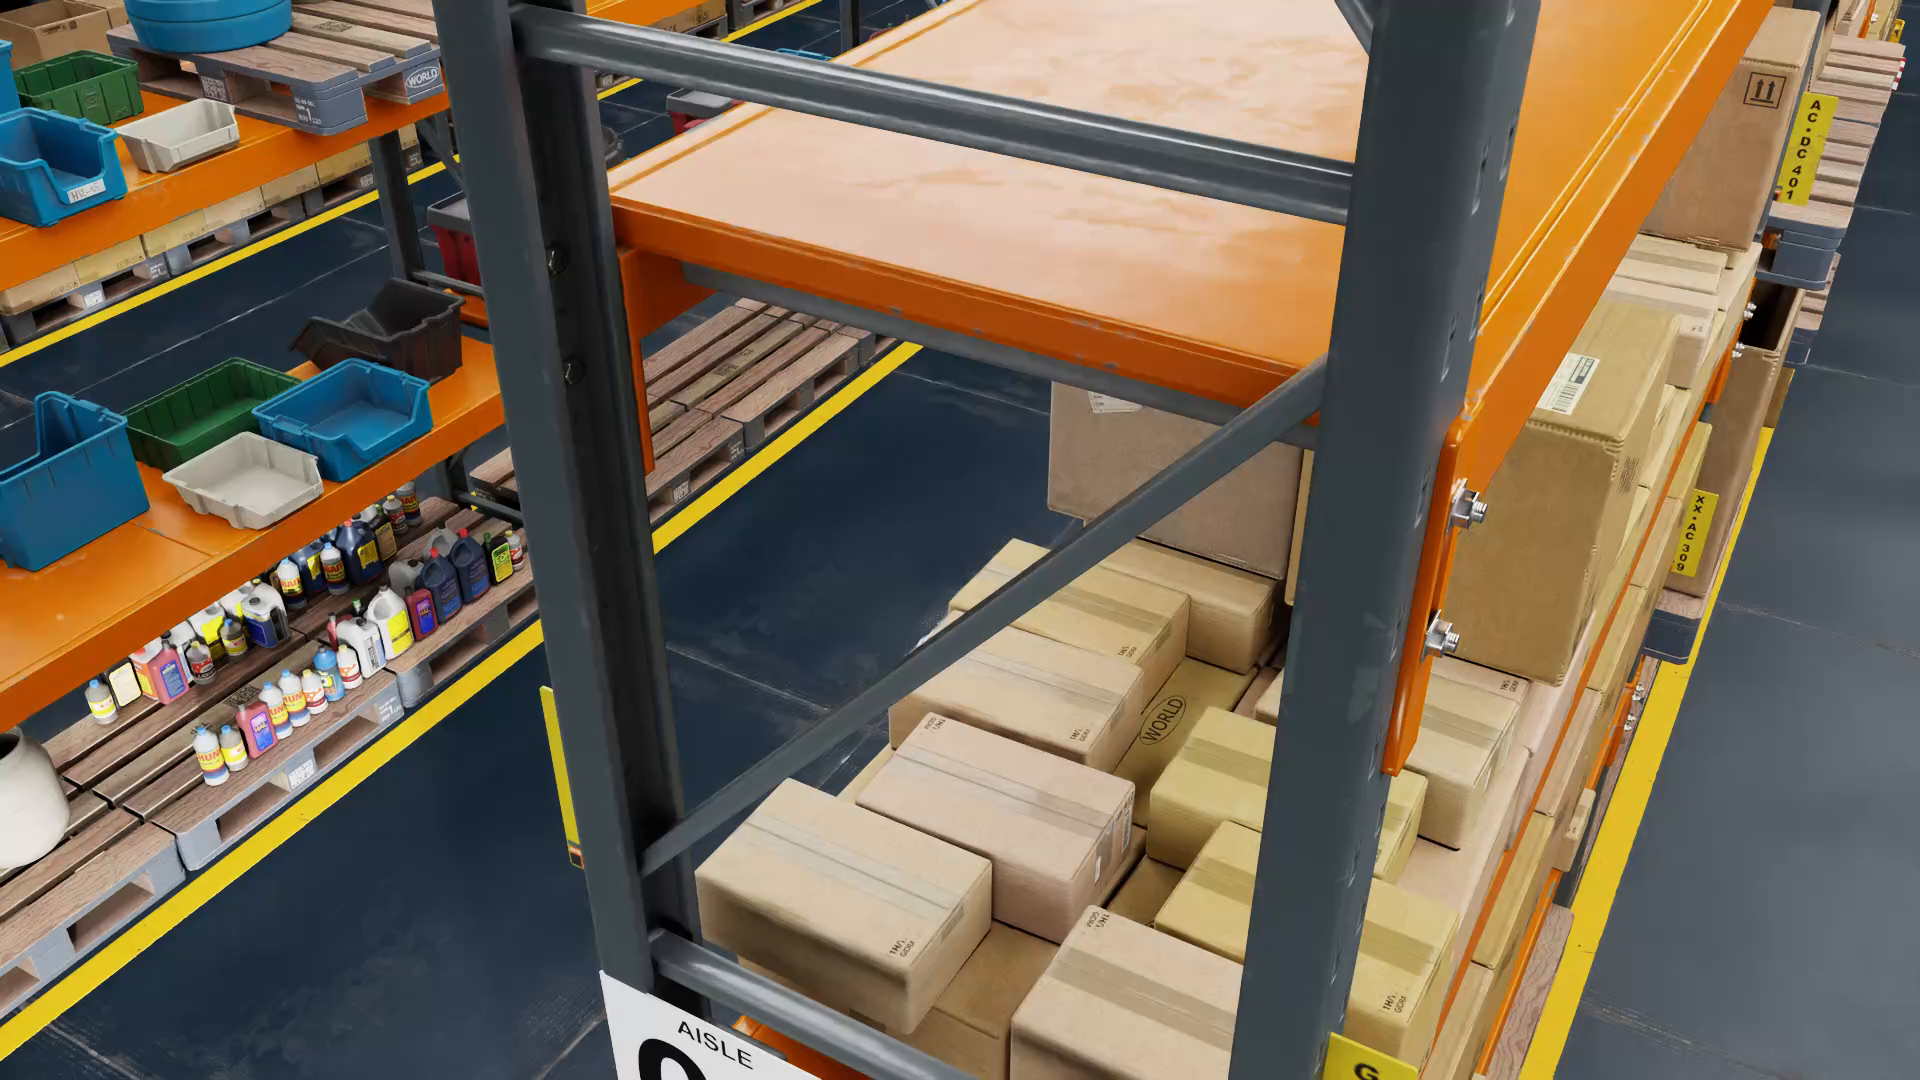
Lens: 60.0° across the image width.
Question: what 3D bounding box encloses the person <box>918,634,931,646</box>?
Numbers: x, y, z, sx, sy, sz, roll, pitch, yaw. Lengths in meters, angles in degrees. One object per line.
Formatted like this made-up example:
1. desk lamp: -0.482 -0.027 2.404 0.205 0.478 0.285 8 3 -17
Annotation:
1. person: 0.063 0.689 7.046 0.564 1.007 0.911 18 38 24
